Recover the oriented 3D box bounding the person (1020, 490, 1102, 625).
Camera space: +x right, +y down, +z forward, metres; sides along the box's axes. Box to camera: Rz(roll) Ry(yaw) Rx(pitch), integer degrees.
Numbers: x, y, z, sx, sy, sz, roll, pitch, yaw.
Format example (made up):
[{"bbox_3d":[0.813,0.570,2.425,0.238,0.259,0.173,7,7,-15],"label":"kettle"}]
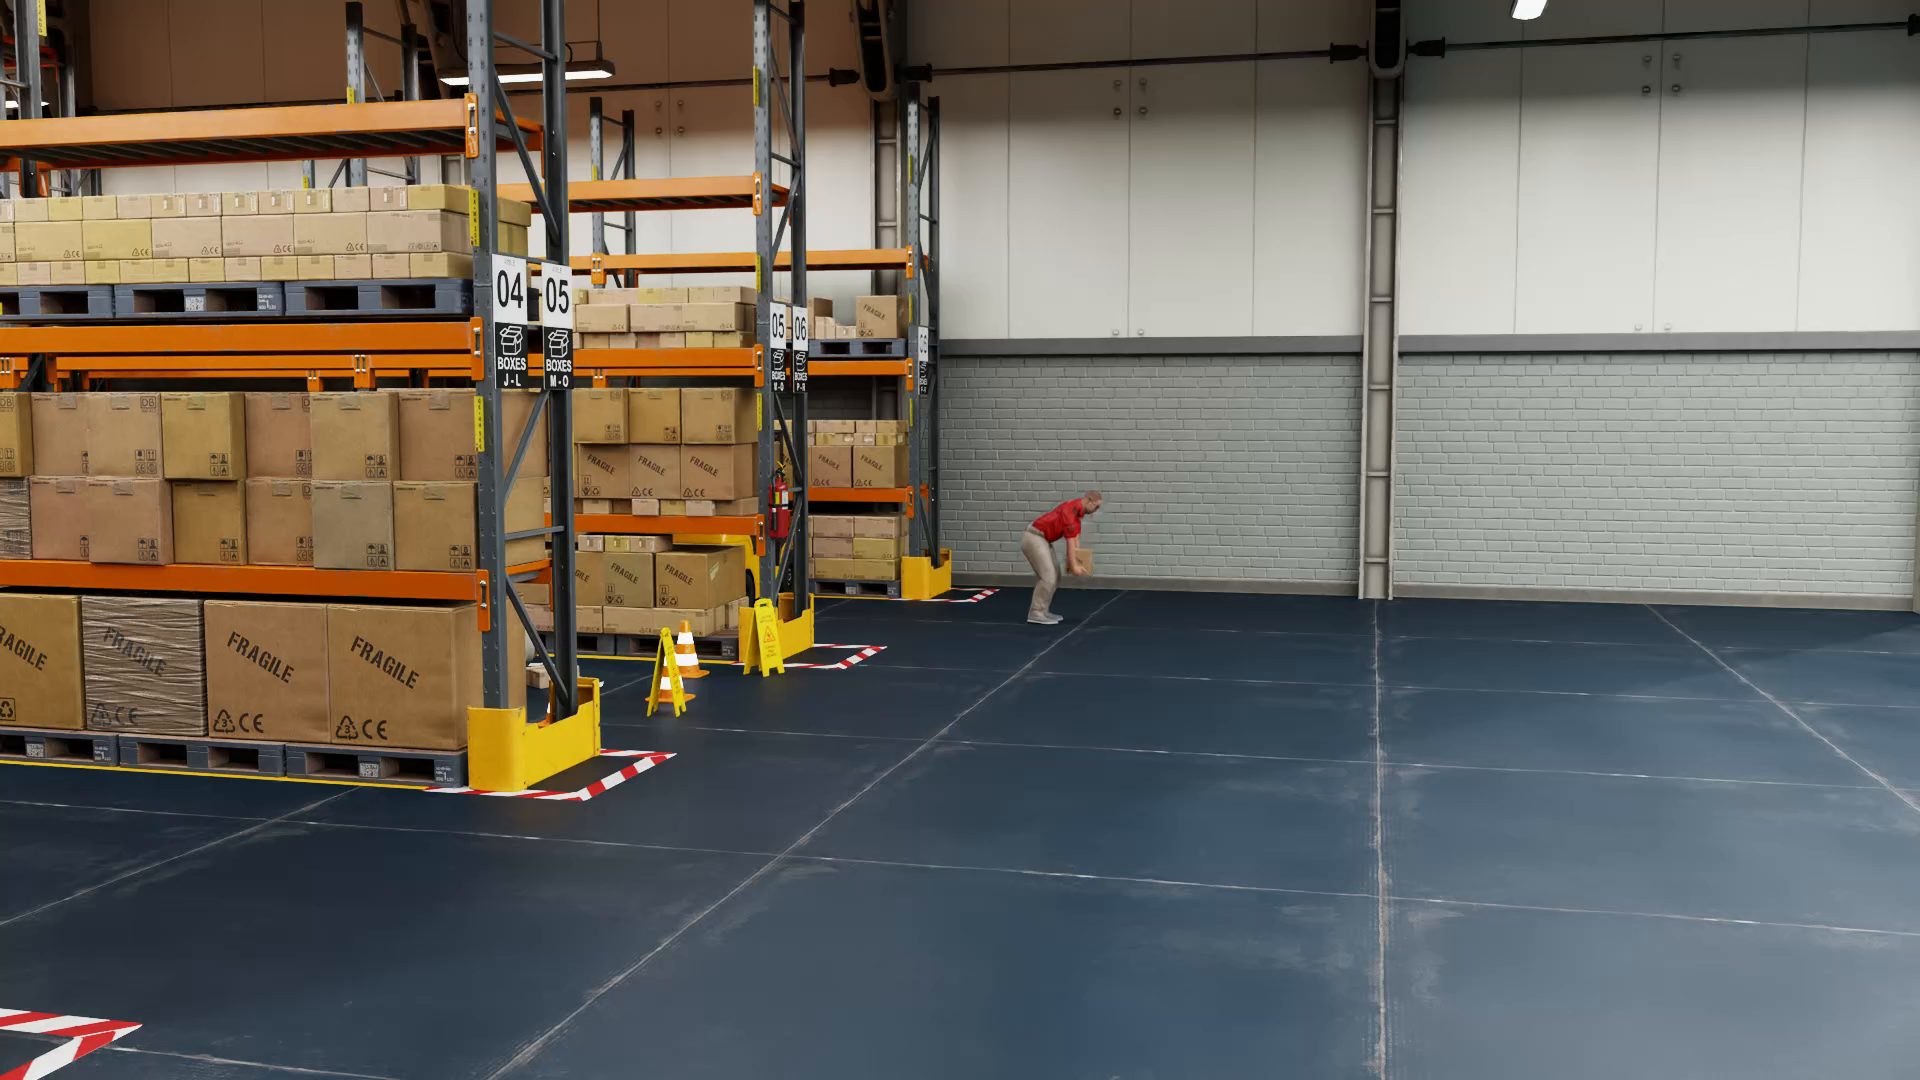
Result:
[{"bbox_3d":[1.067,0.173,17.485,0.844,1.412,0.491,1,5,12],"label":"person"}]
